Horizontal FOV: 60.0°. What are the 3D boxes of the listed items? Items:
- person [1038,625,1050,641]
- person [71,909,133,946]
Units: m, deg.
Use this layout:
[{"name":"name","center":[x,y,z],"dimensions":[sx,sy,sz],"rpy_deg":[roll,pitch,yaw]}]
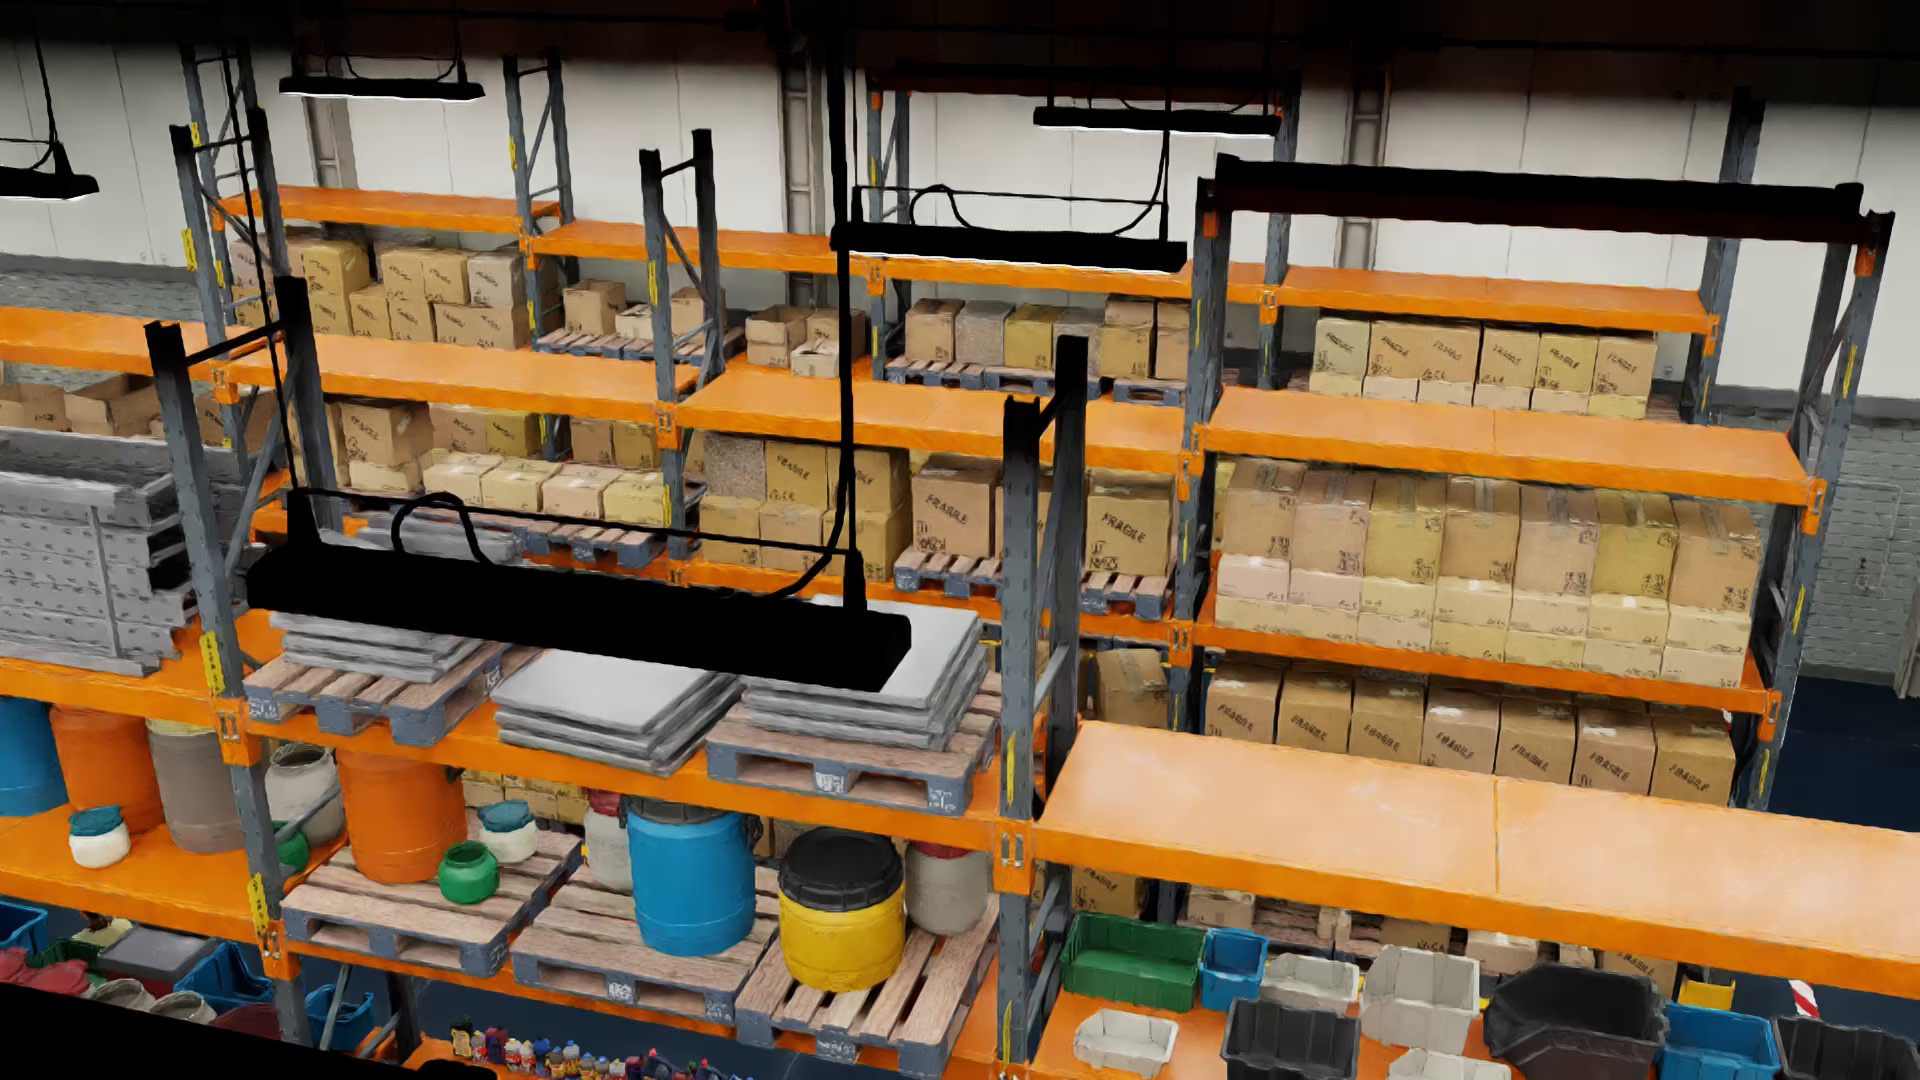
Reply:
[{"name":"person","center":[0.772,0.825,16.774],"dimensions":[1.038,1.514,0.419],"rpy_deg":[5,23,13]},{"name":"person","center":[-5.739,3.065,11.265],"dimensions":[0.967,1.590,0.504],"rpy_deg":[17,28,35]}]
